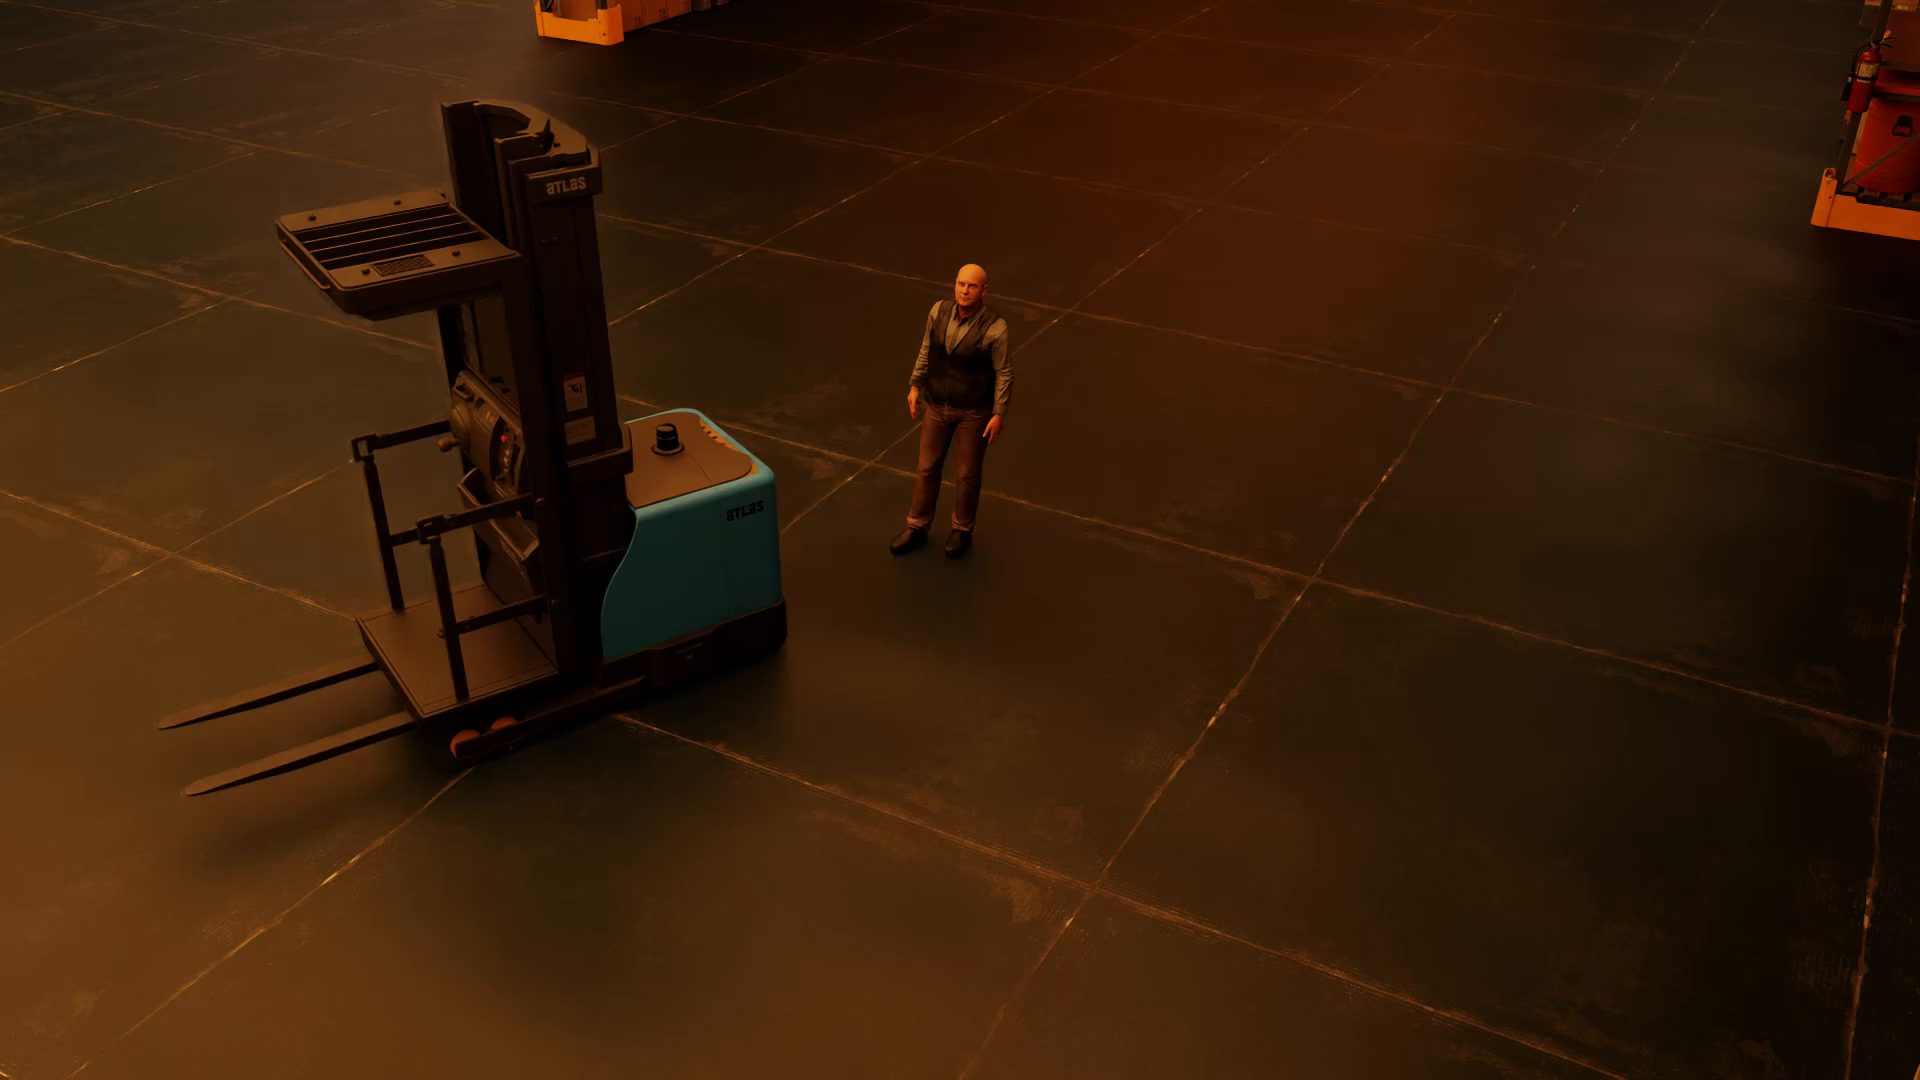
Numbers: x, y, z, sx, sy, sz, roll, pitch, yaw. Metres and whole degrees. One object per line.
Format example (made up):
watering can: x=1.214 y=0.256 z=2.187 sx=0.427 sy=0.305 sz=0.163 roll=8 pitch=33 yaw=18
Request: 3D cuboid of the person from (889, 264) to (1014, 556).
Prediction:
person: x=-0.037 y=-0.727 z=9.526 sx=0.632 sy=1.720 sz=0.568 roll=15 pitch=33 yaw=25

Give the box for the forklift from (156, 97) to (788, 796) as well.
forklift: x=-2.438 y=-0.477 z=7.897 sx=3.031 sy=2.935 sz=1.130 roll=-19 pitch=35 yaw=-29
